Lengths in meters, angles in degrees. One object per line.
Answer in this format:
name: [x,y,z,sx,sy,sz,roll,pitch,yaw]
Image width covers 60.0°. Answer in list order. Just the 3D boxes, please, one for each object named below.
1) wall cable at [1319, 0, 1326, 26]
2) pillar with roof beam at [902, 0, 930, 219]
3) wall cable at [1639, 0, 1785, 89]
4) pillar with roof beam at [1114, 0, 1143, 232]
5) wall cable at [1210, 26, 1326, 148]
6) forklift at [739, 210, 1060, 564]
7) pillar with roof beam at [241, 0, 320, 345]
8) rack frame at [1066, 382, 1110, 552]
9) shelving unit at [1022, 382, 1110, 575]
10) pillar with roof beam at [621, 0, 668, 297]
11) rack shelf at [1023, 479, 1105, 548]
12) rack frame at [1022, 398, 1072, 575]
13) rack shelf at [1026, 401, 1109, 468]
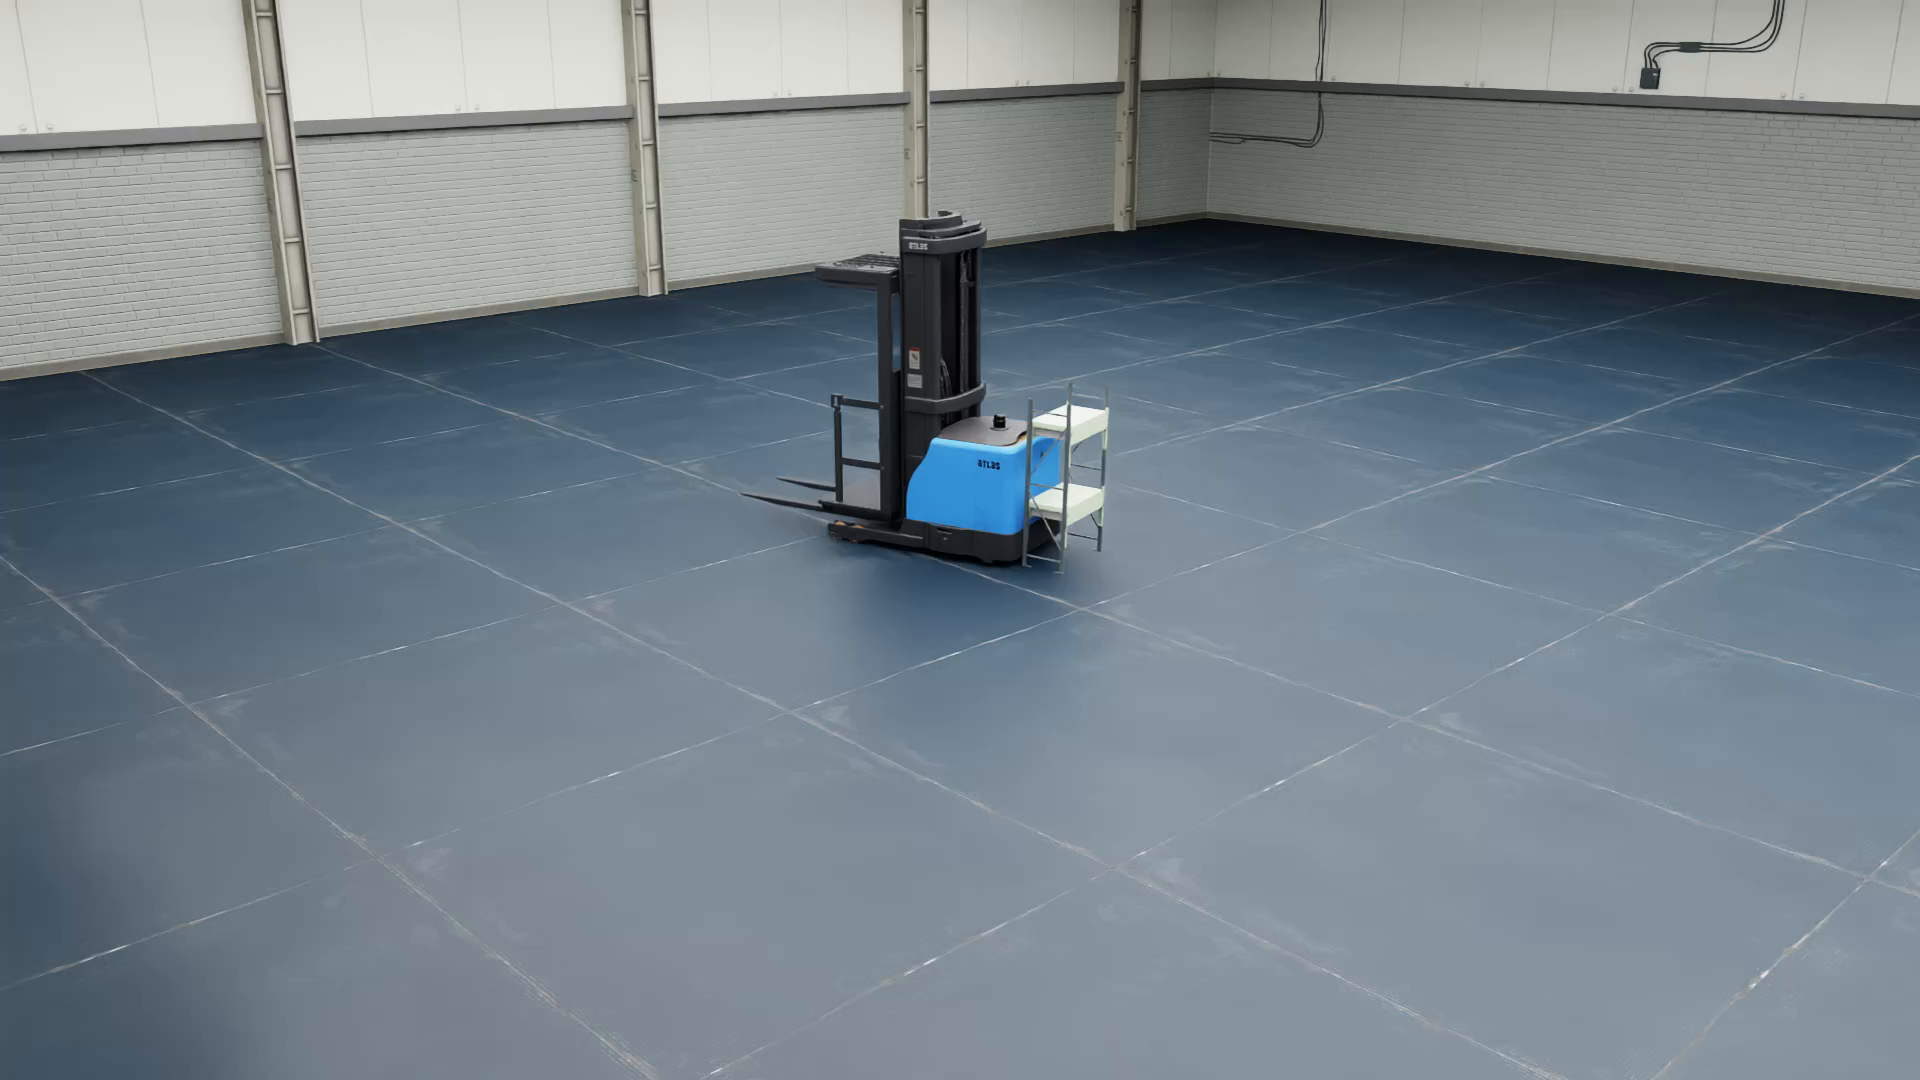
wall cable: [8.456,-11.611,33.317,0.112,2.526,3.097,-16,24,-41]
pillar with roof beam: [2.146,-8.728,27.578,0.400,9.000,9.100,-16,24,-41]
wall cable: [13.108,-10.779,28.390,0.169,6.003,2.305,-16,24,-41]
pillar with roof beam: [6.506,-9.999,31.500,0.400,9.000,9.100,-16,24,-41]
wall cable: [6.598,-9.815,35.966,0.112,2.526,3.097,-16,24,-41]
forklift: [-0.628,-1.497,15.114,3.031,2.935,1.130,10,20,27]
pillar with roof beam: [-6.573,-6.185,19.736,0.400,9.000,9.100,-16,24,-41]
rack frame: [1.112,-0.646,14.789,0.400,1.500,0.023,12,21,29]
shelving unit: [0.925,-0.548,14.490,0.431,1.500,0.755,12,21,29]
pillar with roof beam: [-2.213,-7.456,23.657,0.400,9.000,9.100,-16,24,-41]
rack shelf: [0.917,-0.240,14.595,0.431,0.370,0.720,12,21,29]
rack frame: [0.738,-0.451,14.191,0.400,1.500,0.023,12,21,29]
rack shelf: [0.934,-0.918,14.365,0.431,0.370,0.720,12,21,29]
